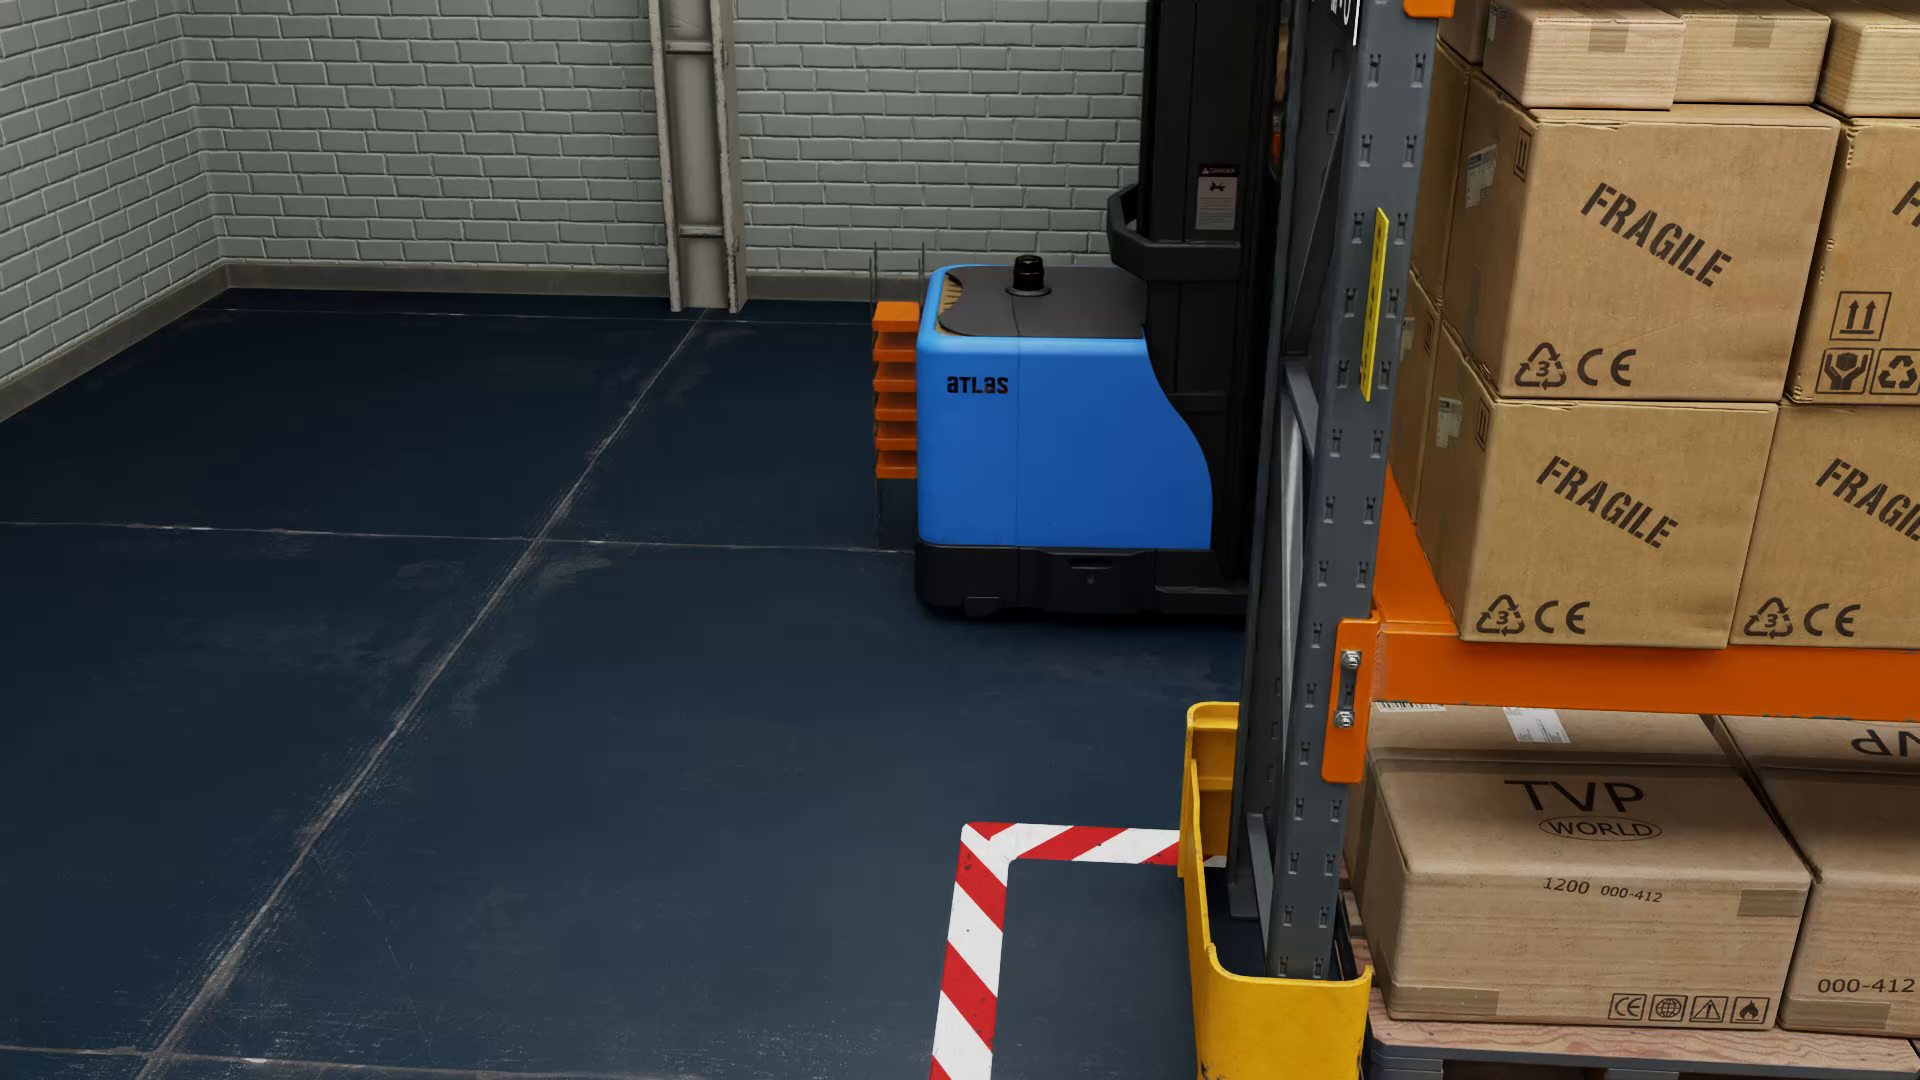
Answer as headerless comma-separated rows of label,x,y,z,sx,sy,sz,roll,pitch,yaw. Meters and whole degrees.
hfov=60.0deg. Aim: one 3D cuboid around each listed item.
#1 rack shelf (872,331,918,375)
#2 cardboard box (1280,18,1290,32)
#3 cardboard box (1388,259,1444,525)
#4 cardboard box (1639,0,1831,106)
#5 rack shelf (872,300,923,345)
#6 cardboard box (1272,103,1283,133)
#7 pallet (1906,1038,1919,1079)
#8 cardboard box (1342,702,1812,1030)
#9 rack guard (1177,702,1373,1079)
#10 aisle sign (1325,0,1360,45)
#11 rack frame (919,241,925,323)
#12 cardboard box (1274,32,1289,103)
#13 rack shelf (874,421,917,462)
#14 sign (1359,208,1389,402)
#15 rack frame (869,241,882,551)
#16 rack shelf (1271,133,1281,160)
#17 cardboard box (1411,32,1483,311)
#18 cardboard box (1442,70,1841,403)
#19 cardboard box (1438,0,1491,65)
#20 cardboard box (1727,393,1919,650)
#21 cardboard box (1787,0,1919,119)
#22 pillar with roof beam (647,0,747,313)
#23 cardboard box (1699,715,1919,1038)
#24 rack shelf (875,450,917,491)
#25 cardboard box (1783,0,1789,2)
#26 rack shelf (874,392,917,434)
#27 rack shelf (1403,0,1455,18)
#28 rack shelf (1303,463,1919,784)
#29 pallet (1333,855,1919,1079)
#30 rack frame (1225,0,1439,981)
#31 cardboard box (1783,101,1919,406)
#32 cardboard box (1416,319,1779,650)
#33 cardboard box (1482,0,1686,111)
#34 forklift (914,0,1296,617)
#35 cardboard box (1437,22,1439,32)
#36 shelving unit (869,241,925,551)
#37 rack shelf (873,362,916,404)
rack shelf,-0.237,-0.727,6.426,0.180,0.103,0.258,1,25,2
cardboard box,1.631,-2.446,8.301,0.500,0.250,0.500,3,25,6
cardboard box,1.277,-0.355,3.813,0.500,0.500,0.500,2,25,4
cardboard box,1.375,-0.903,3.033,0.250,0.149,0.380,2,25,5
rack shelf,-0.237,-0.836,6.376,0.180,0.103,0.258,1,25,2
cardboard box,1.459,-2.044,7.905,0.250,0.149,0.380,2,25,4
pallet,2.792,1.086,4.138,1.213,0.211,1.003,2,25,4
cardboard box,1.442,0.738,4.120,0.875,0.438,0.875,1,25,2
rack guard,0.752,0.920,4.151,0.348,0.500,1.175,2,25,4
aisle sign,0.682,-1.277,2.826,0.004,0.787,0.394,2,25,4
rack frame,-0.145,-0.547,6.504,0.006,1.200,0.240,1,25,2
cardboard box,1.584,-2.223,7.817,0.500,0.250,0.500,2,25,4
rack shelf,-0.237,-0.400,6.576,0.180,0.103,0.258,1,25,2
sign,0.727,-0.412,2.927,0.005,0.325,0.100,2,25,4
rack frame,-0.328,-0.550,6.511,0.006,1.200,0.240,1,25,2
rack shelf,3.146,-1.892,8.135,4.000,0.370,1.077,2,25,4
cardboard box,1.275,-0.798,3.579,0.500,0.500,0.500,3,25,6
cardboard box,1.233,-0.580,3.106,0.500,0.500,0.500,1,25,3
cardboard box,1.149,-1.081,3.418,0.250,0.149,0.380,2,25,5
cardboard box,1.739,-0.120,3.303,0.500,0.500,0.500,1,25,3
cardboard box,1.626,-0.847,2.911,0.250,0.149,0.380,3,25,6
pillar with roof beam,-1.797,-3.676,3.974,0.400,9.000,9.100,2,25,4
cardboard box,2.355,0.764,4.064,0.875,0.438,0.875,2,25,5
rack shelf,-0.237,-0.291,6.626,0.180,0.103,0.258,1,25,2
cardboard box,1.668,-1.109,3.481,0.250,0.149,0.380,2,25,3
rack shelf,-0.237,-0.509,6.526,0.180,0.103,0.258,1,25,2
rack shelf,2.770,-1.186,3.012,4.000,0.370,1.077,2,25,4
rack shelf,2.770,0.177,3.639,4.000,0.370,1.077,2,25,4
pallet,1.579,1.046,4.225,1.213,0.211,1.003,2,25,4
rack frame,0.776,-0.214,3.627,0.127,3.000,1.000,2,25,4
cardboard box,1.748,-0.566,3.076,0.500,0.500,0.500,1,25,3
cardboard box,1.233,-0.125,3.313,0.500,0.500,0.500,2,25,4
cardboard box,1.109,-0.882,2.986,0.250,0.149,0.380,2,25,5
forklift,1.366,-1.220,5.895,3.031,2.935,1.130,1,25,2
cardboard box,2.145,-2.429,8.264,0.500,0.250,0.500,2,25,4
shelving unit,-0.237,-0.549,6.508,0.189,1.200,0.258,1,25,2
rack shelf,-0.237,-0.618,6.476,0.180,0.103,0.258,1,25,2
